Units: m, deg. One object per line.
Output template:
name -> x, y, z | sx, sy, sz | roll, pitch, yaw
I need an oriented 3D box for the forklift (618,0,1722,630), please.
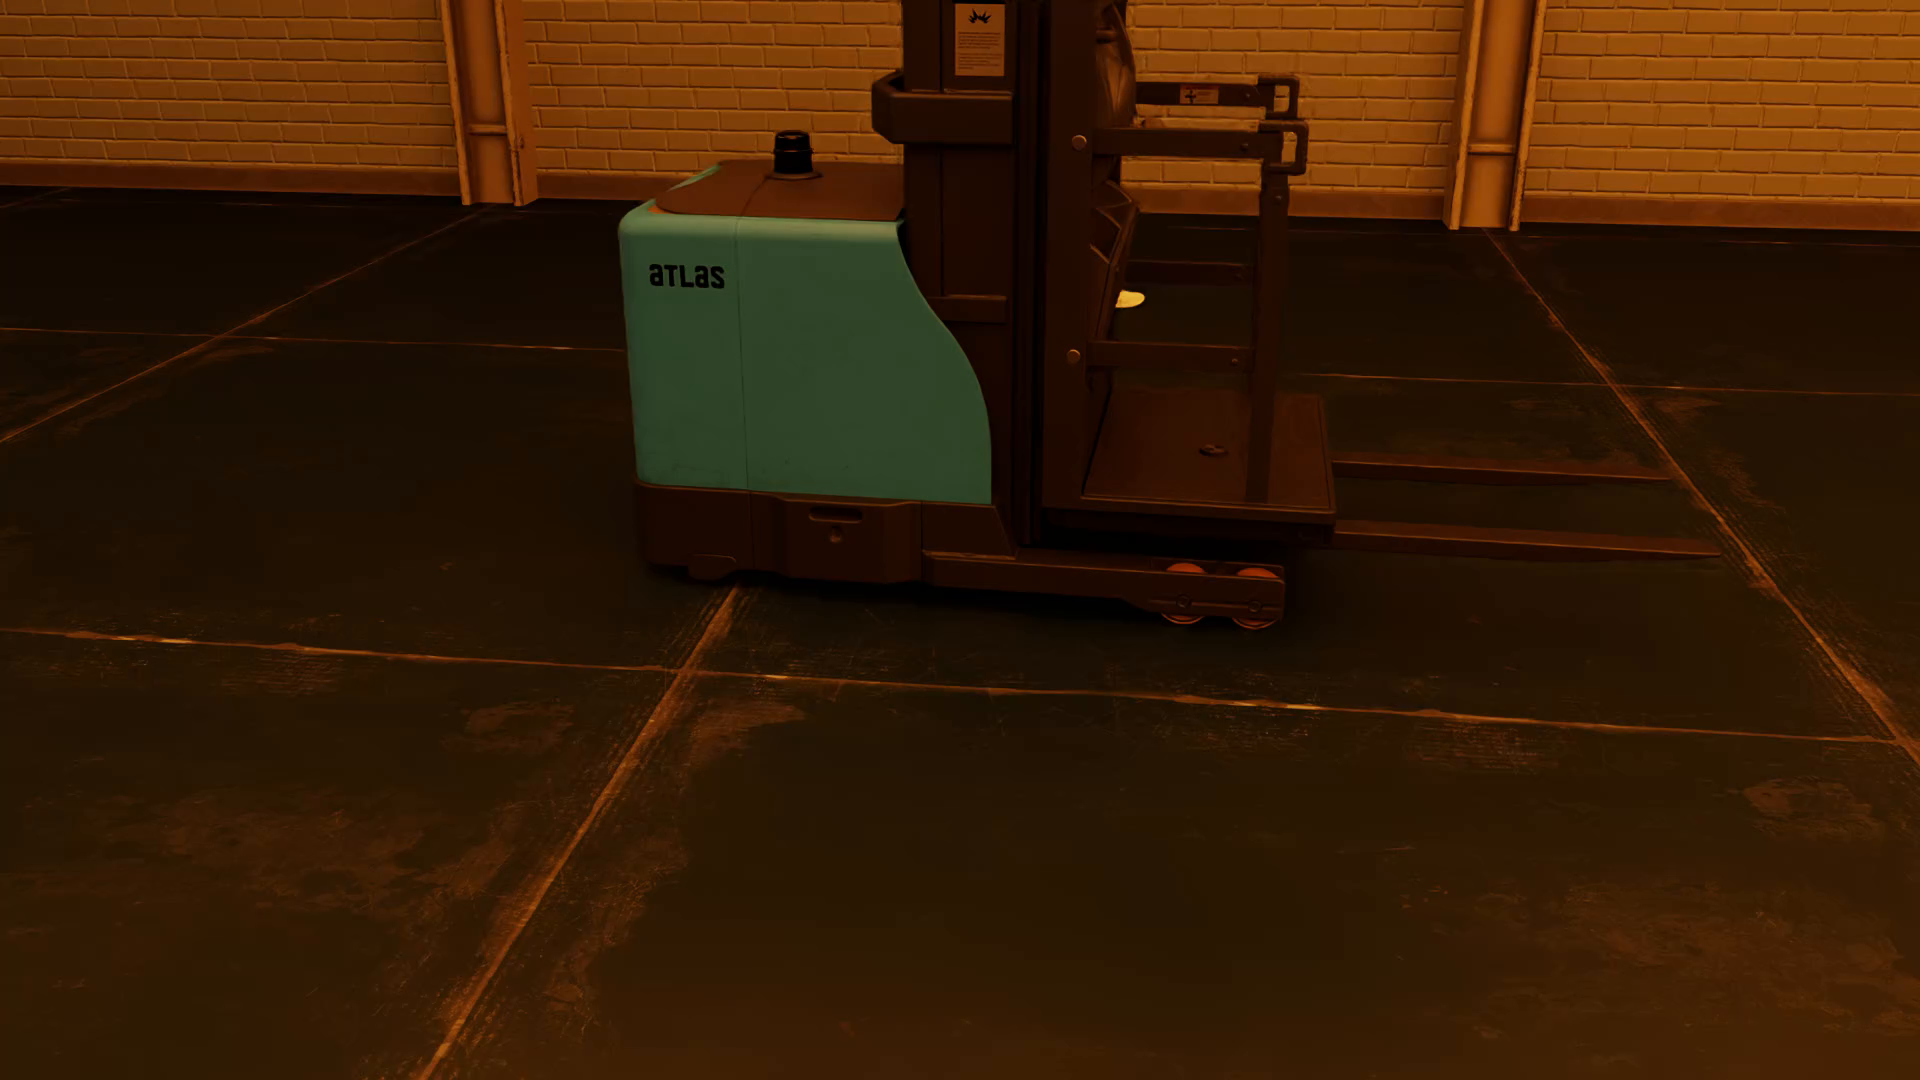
forklift -> 0.615, -1.328, 4.552 | 3.031, 2.935, 1.130 | 4, 22, 9

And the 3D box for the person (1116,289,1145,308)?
person -> 0.664, -1.942, 7.770 | 0.446, 1.667, 0.607 | 1, 22, 2
